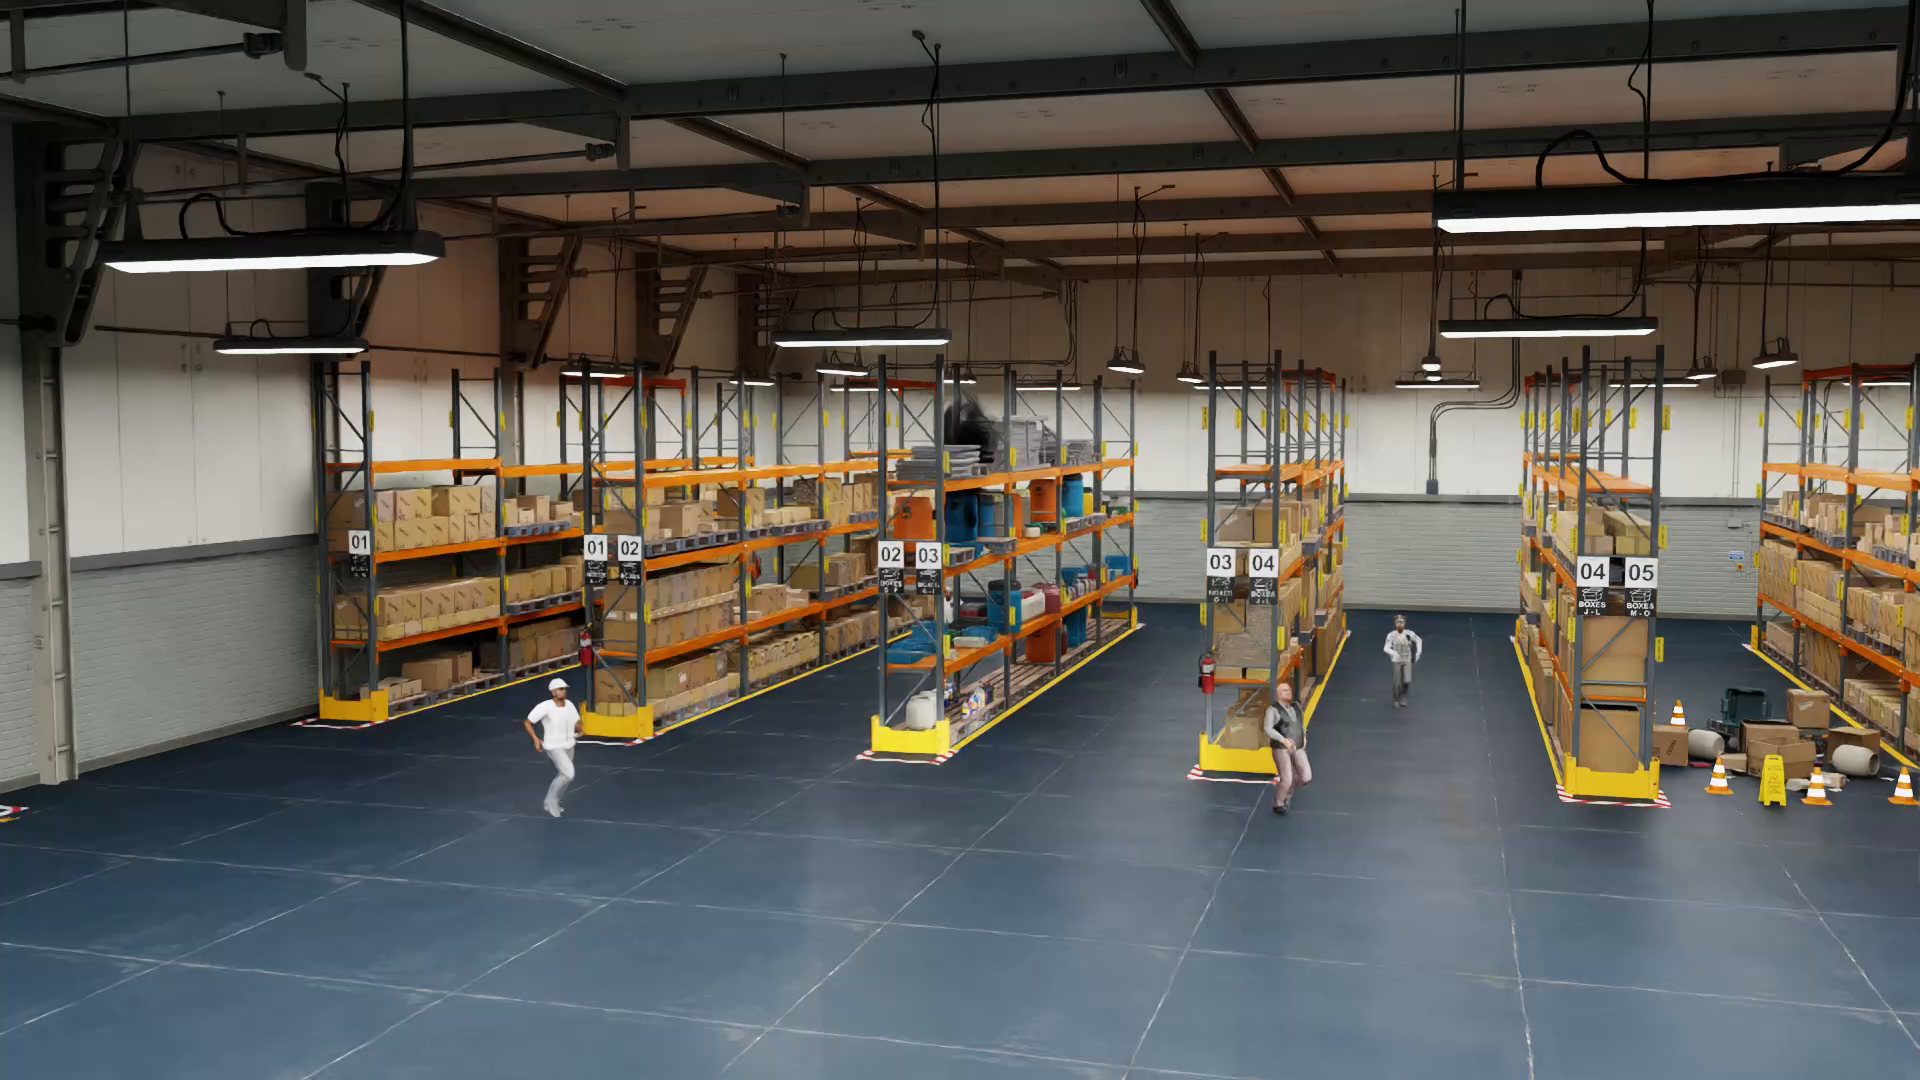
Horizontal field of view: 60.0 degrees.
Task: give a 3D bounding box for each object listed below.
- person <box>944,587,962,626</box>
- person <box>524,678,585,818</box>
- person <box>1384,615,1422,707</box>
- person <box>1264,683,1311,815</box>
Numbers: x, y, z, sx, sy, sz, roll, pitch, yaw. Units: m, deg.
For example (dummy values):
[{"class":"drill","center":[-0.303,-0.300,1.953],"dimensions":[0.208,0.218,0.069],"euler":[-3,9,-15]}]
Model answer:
[{"class":"person","center":[-0.153,1.787,33.714],"dimensions":[0.625,1.688,0.722],"euler":[2,4,24]},{"class":"person","center":[-5.036,2.624,20.984],"dimensions":[0.683,1.752,0.676],"euler":[2,5,31]},{"class":"person","center":[7.641,2.107,28.706],"dimensions":[0.630,1.646,0.758],"euler":[1,4,15]},{"class":"person","center":[4.178,2.654,21.096],"dimensions":[0.672,1.680,0.551],"euler":[-2,5,-26]}]
